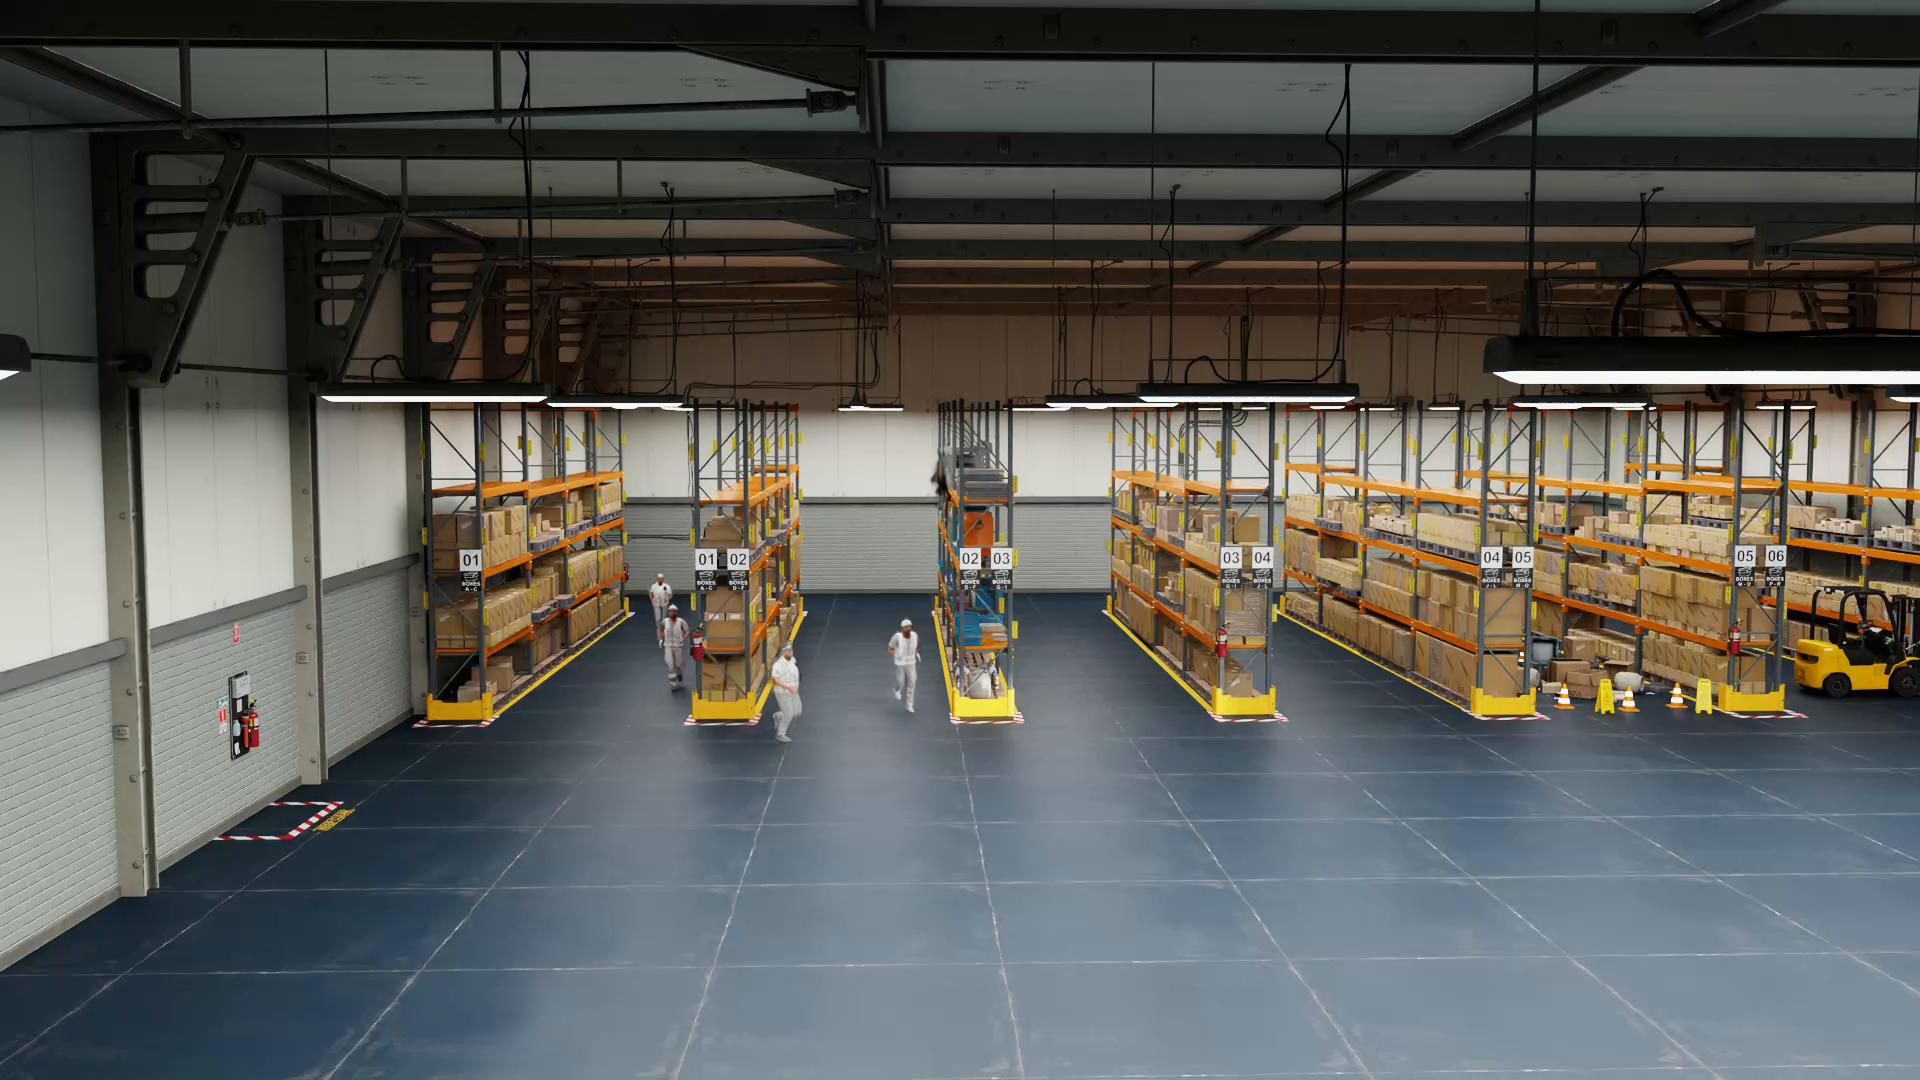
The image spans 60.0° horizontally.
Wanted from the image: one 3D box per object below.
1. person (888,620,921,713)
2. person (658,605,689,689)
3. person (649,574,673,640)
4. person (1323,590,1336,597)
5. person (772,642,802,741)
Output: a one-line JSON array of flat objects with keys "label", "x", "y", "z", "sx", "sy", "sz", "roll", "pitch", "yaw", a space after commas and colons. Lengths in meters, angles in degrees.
[{"label": "person", "x": -1.064, "y": 2.412, "z": 32.215, "sx": 0.693, "sy": 1.770, "sz": 0.929, "roll": -2, "pitch": 5, "yaw": -19}, {"label": "person", "x": -5.963, "y": 2.220, "z": 34.642, "sx": 0.651, "sy": 1.747, "sz": 0.692, "roll": 0, "pitch": 4, "yaw": -3}, {"label": "person", "x": -7.628, "y": 1.695, "z": 42.371, "sx": 0.613, "sy": 1.649, "sz": 0.726, "roll": -1, "pitch": 4, "yaw": -7}, {"label": "person", "x": 10.743, "y": 1.240, "z": 48.699, "sx": 0.608, "sy": 1.531, "sz": 0.808, "roll": -3, "pitch": 5, "yaw": -34}, {"label": "person", "x": -3.044, "y": 2.649, "z": 29.179, "sx": 0.673, "sy": 1.753, "sz": 0.676, "roll": 3, "pitch": 5, "yaw": 33}]
